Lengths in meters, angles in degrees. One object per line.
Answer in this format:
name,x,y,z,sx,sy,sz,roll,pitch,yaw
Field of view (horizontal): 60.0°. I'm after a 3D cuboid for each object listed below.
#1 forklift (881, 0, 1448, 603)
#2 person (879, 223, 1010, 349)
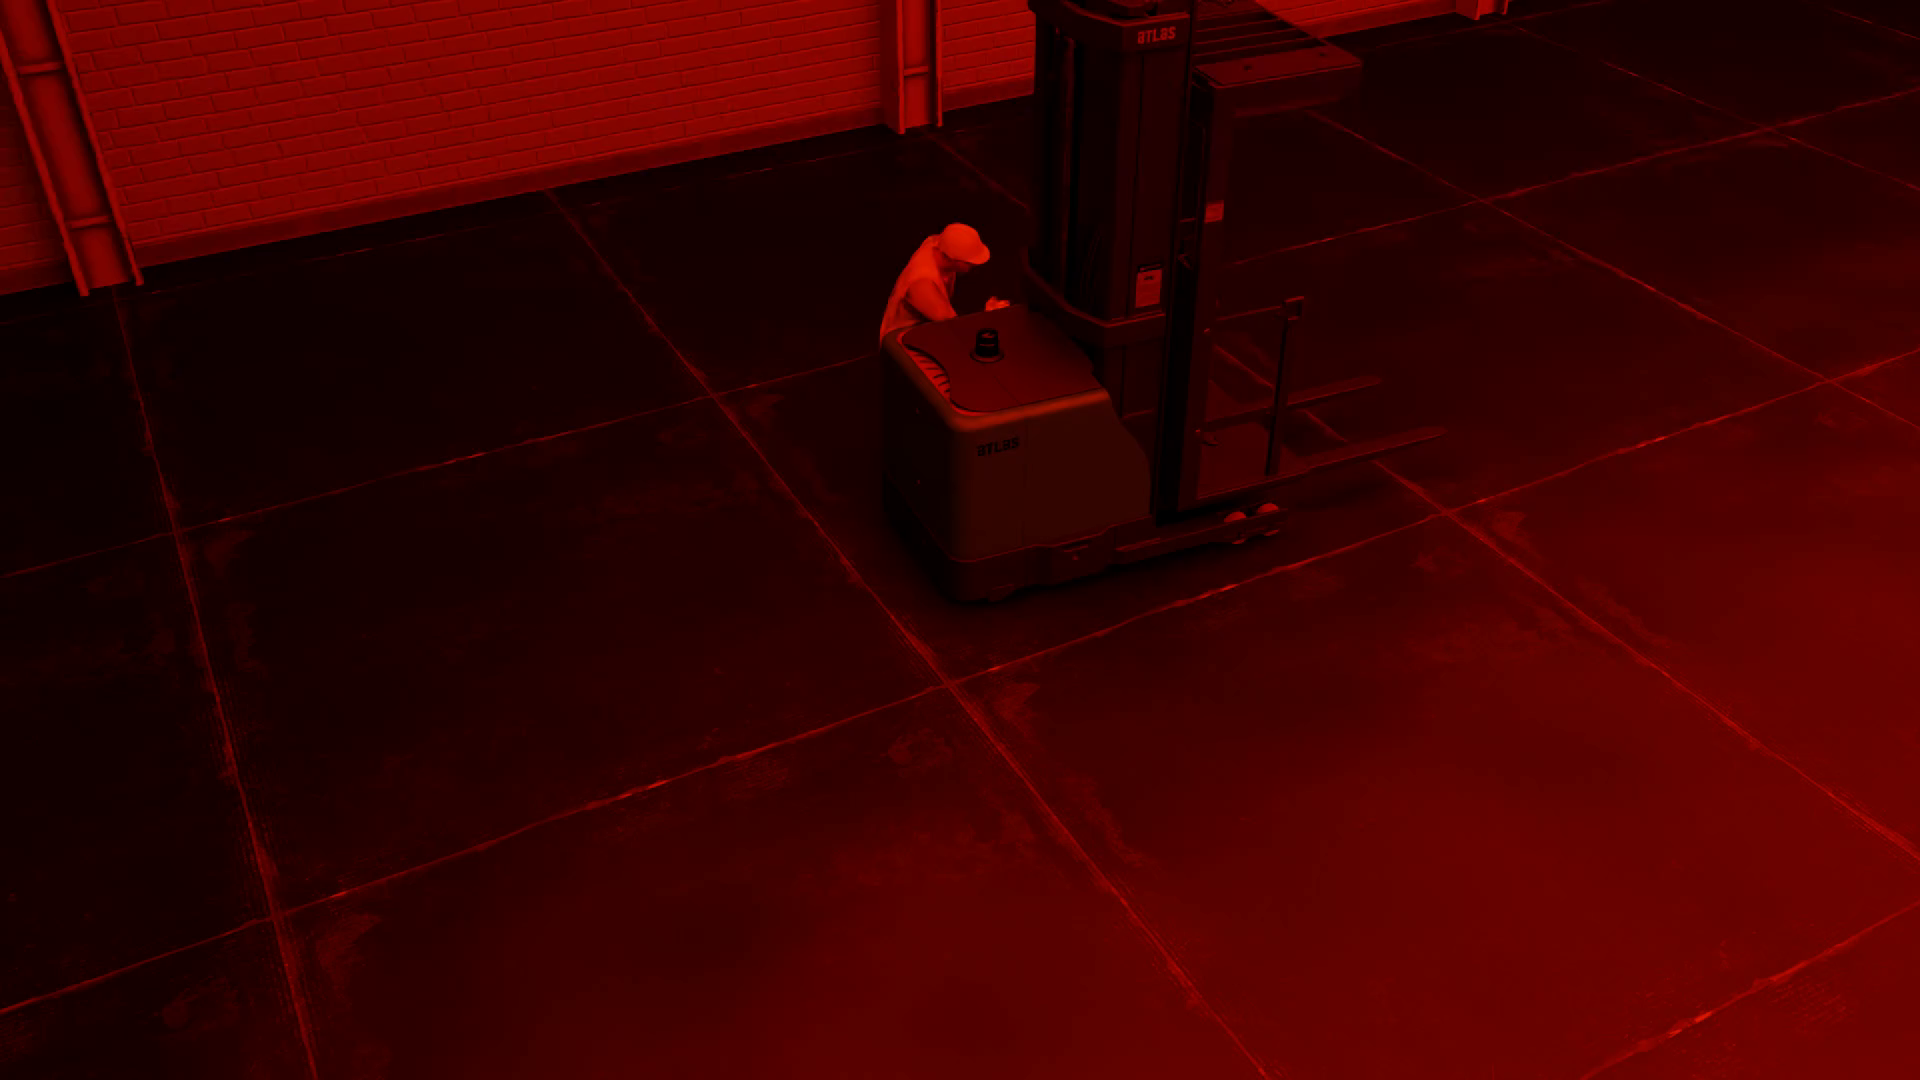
forklift,1.156,-1.441,8.162,3.031,2.935,1.130,-14,38,-19
person,0.055,-1.097,9.010,0.970,1.480,1.084,11,37,15
